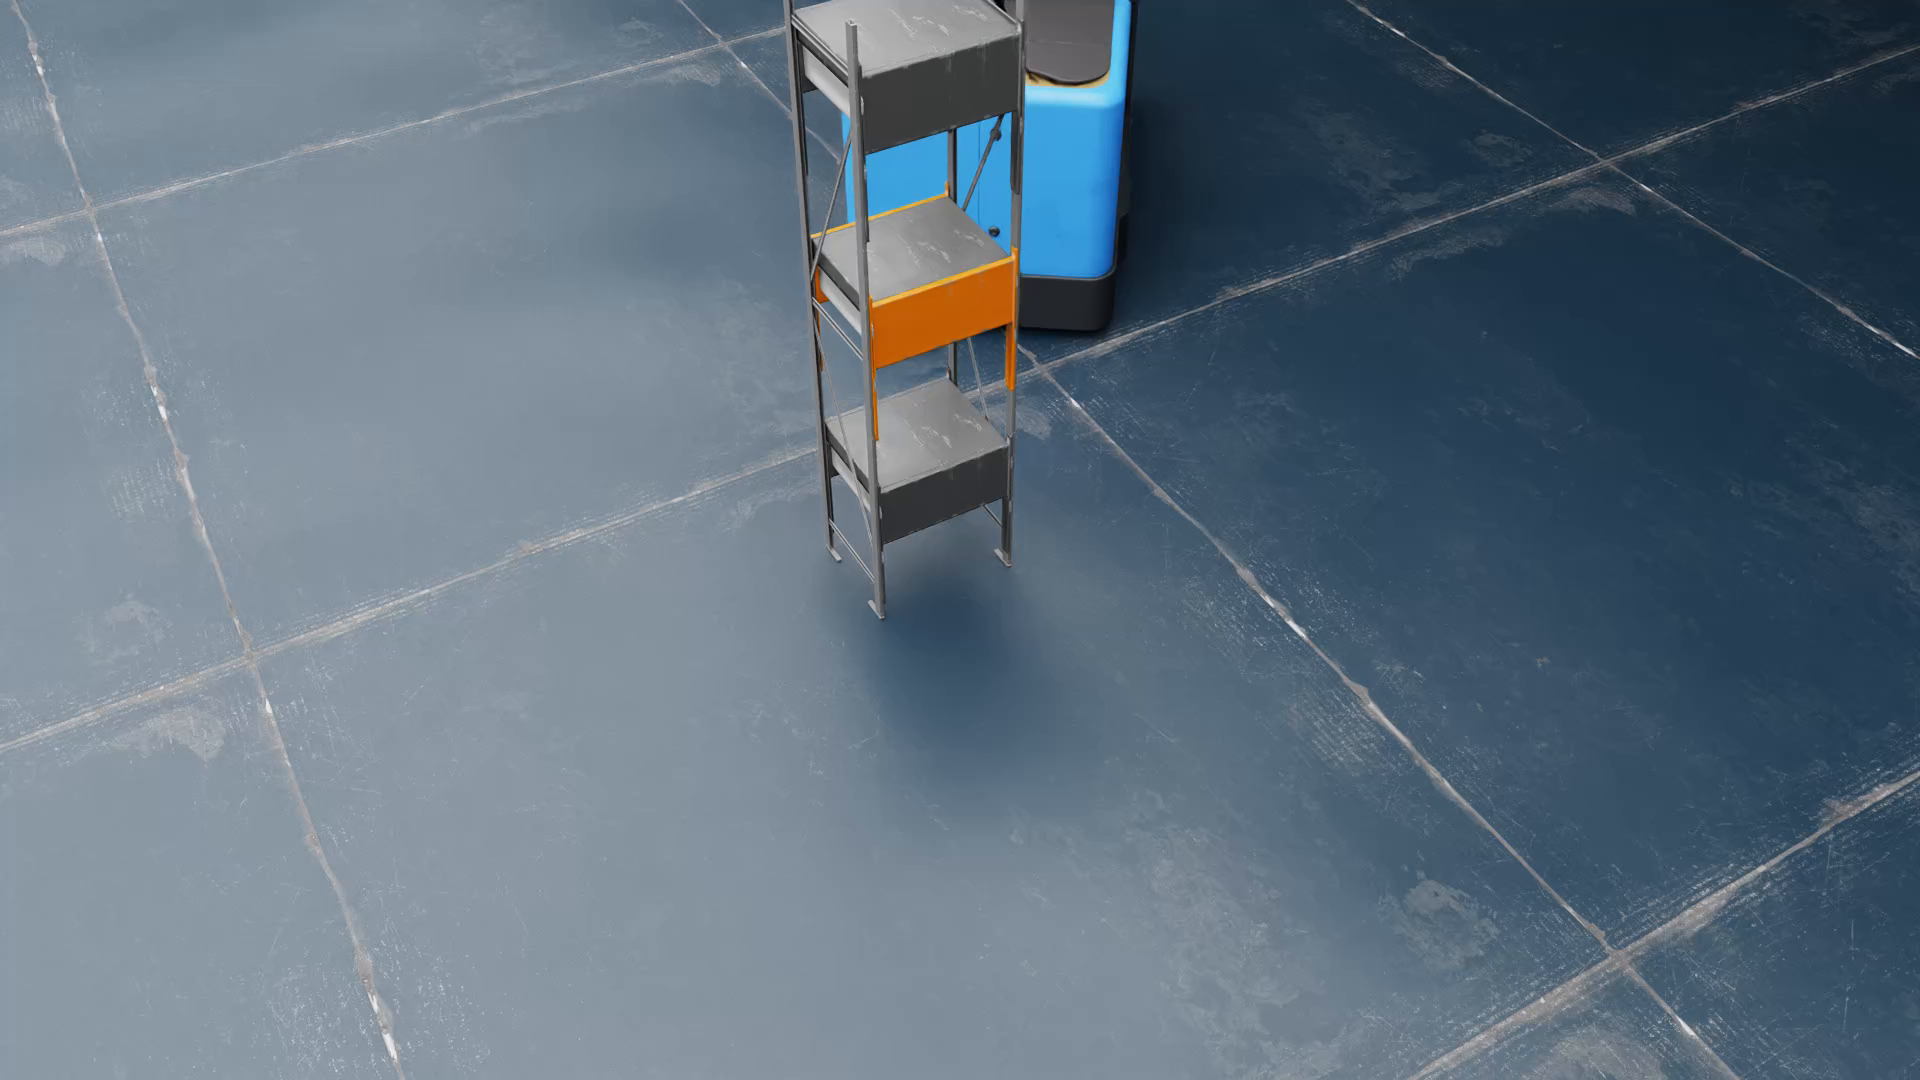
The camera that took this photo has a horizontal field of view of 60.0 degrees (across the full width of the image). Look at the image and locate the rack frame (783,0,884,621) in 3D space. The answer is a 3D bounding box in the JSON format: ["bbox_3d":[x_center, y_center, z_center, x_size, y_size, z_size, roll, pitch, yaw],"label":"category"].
[{"bbox_3d":[-0.355,-0.611,4.872,0.015,2.100,0.400,-22,48,-21],"label":"rack frame"}]

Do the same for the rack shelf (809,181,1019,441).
[{"bbox_3d":[-0.144,-0.686,4.969,0.480,0.518,0.431,-22,48,-21],"label":"rack shelf"}]

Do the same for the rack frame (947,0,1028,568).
[{"bbox_3d":[0.068,-0.781,5.047,0.015,2.100,0.400,-22,48,-21],"label":"rack frame"}]

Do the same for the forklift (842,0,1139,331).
[{"bbox_3d":[0.223,-2.895,6.628,1.130,2.935,3.031,4,44,4],"label":"forklift"}]

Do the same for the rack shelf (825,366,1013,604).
[{"bbox_3d":[-0.144,-0.184,5.457,0.480,0.518,0.431,-22,48,-21],"label":"rack shelf"}]

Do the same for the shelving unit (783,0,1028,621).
[{"bbox_3d":[-0.144,-0.696,4.960,0.503,2.100,0.431,-22,48,-21],"label":"shelving unit"}]

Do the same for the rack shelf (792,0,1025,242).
[{"bbox_3d":[-0.144,-1.189,4.482,0.480,0.518,0.431,-22,48,-21],"label":"rack shelf"}]
